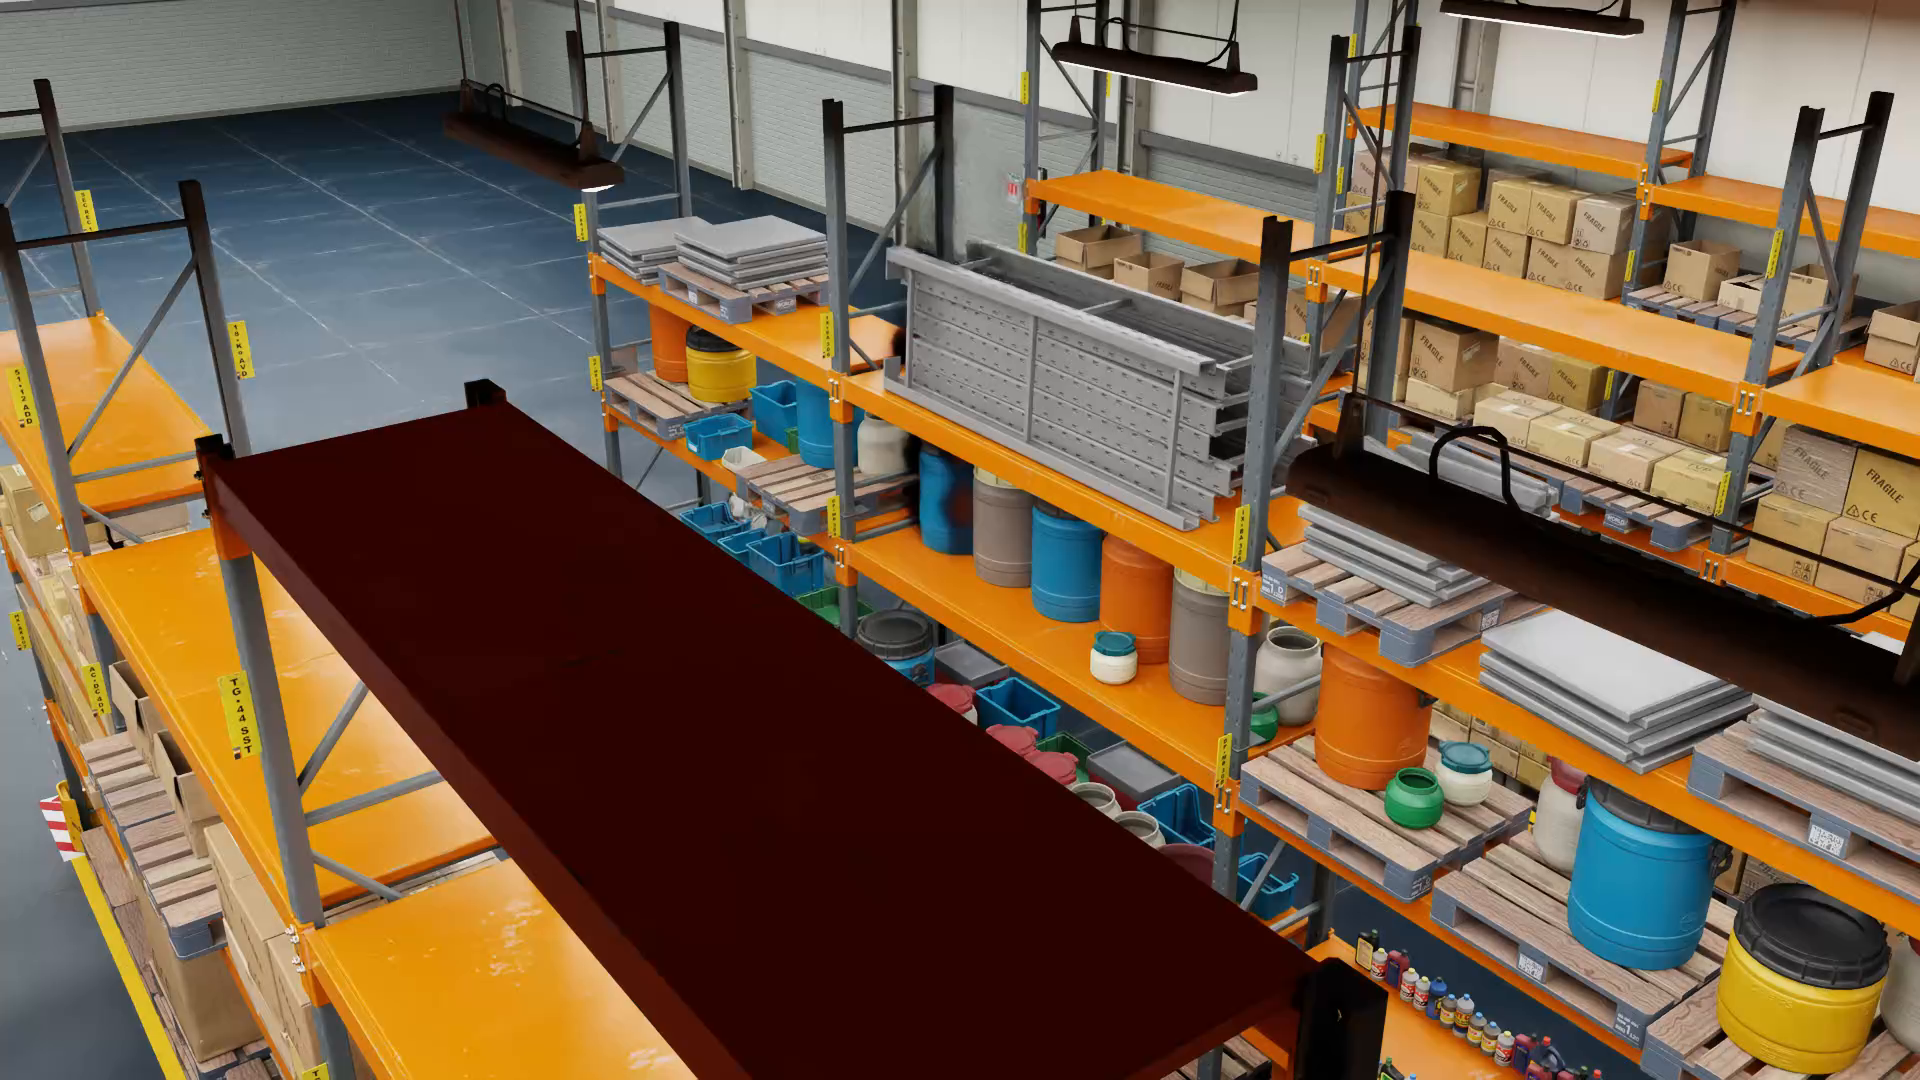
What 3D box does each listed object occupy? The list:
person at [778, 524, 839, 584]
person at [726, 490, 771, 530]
[{"bbox_3d":[-1.576,-0.056,17.057,0.738,1.729,0.751,16,29,30],"label":"person"},{"bbox_3d":[-2.258,-0.148,17.344,0.570,1.628,0.592,8,26,17],"label":"person"}]
